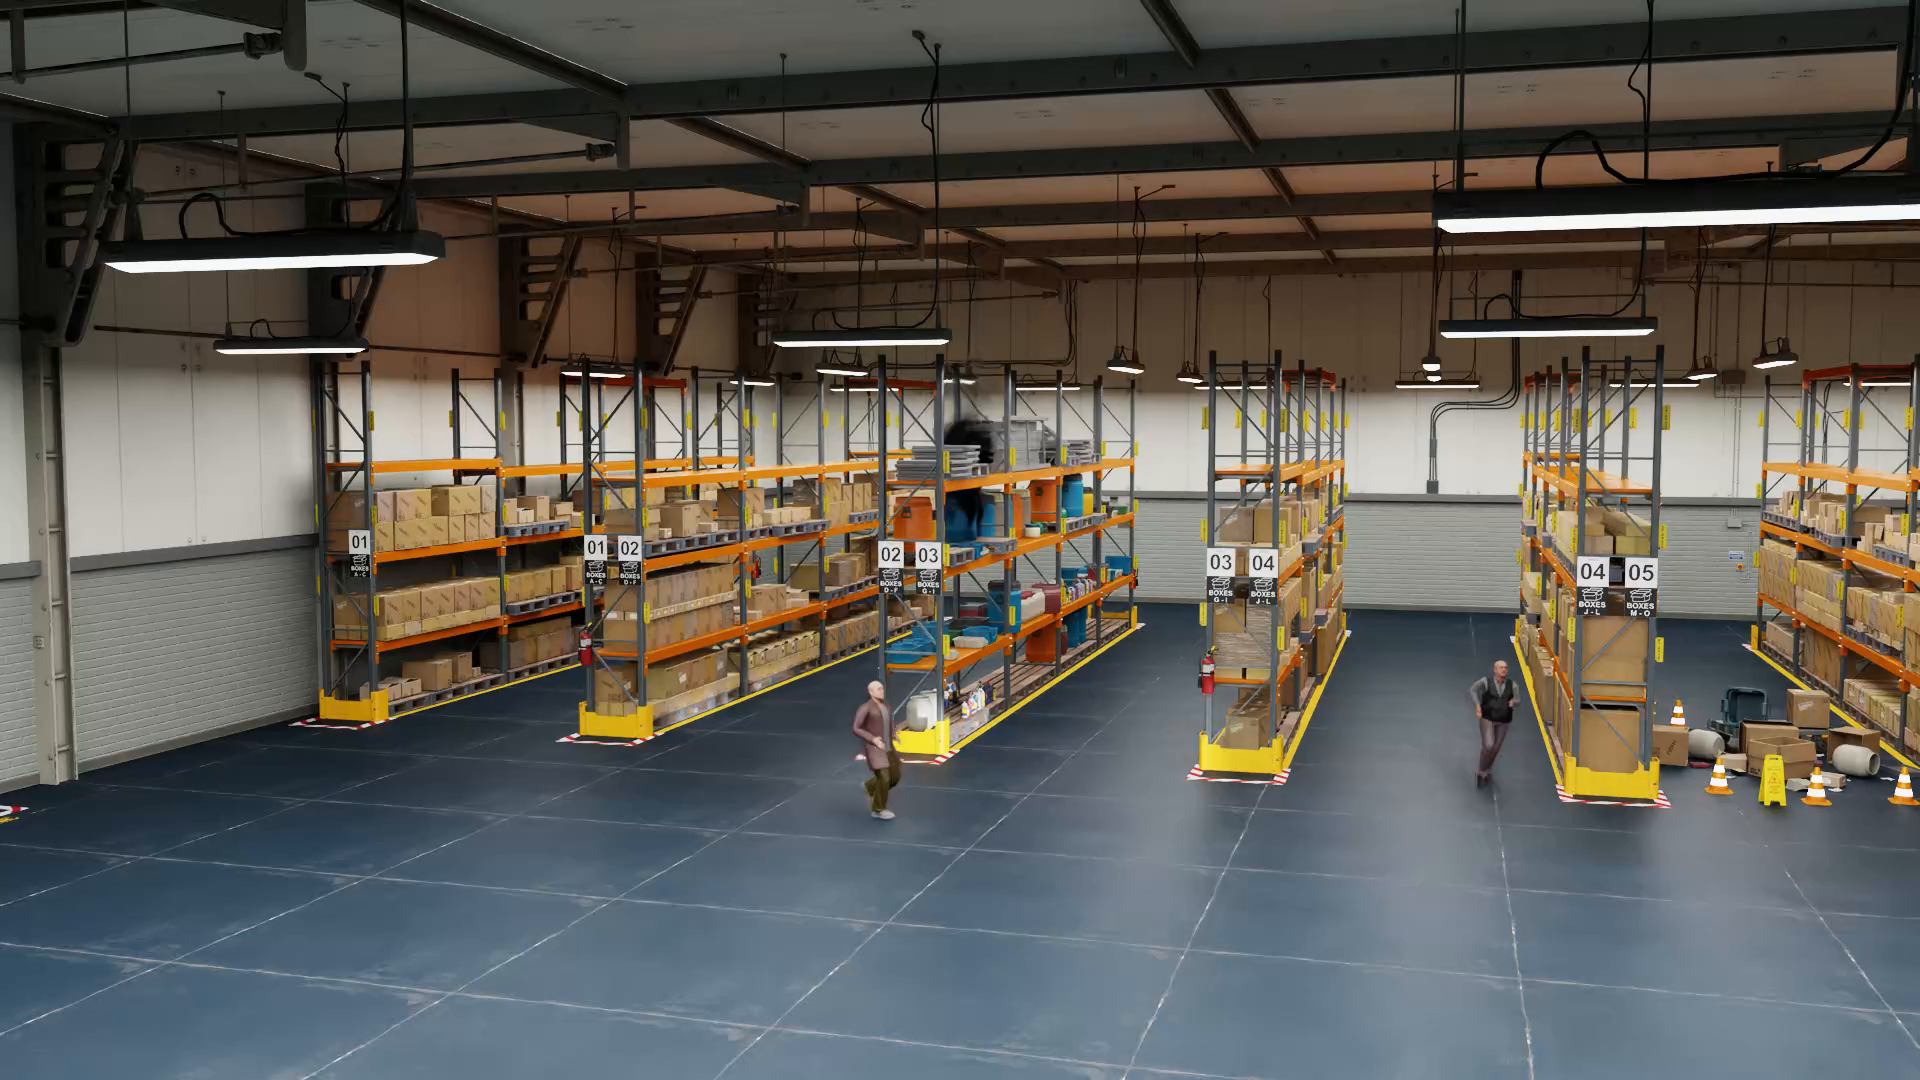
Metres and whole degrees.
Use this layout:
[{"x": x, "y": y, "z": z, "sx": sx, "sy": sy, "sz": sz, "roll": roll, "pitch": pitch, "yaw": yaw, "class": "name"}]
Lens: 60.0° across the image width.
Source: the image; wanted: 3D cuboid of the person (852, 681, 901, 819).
[{"x": -1.051, "y": 2.637, "z": 20.985, "sx": 0.668, "sy": 1.724, "sz": 0.705, "roll": 3, "pitch": 5, "yaw": 40, "class": "person"}]

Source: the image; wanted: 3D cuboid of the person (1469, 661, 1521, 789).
[{"x": 7.386, "y": 2.534, "z": 22.917, "sx": 0.658, "sy": 1.762, "sz": 0.772, "roll": 0, "pitch": 4, "yaw": 0, "class": "person"}]
